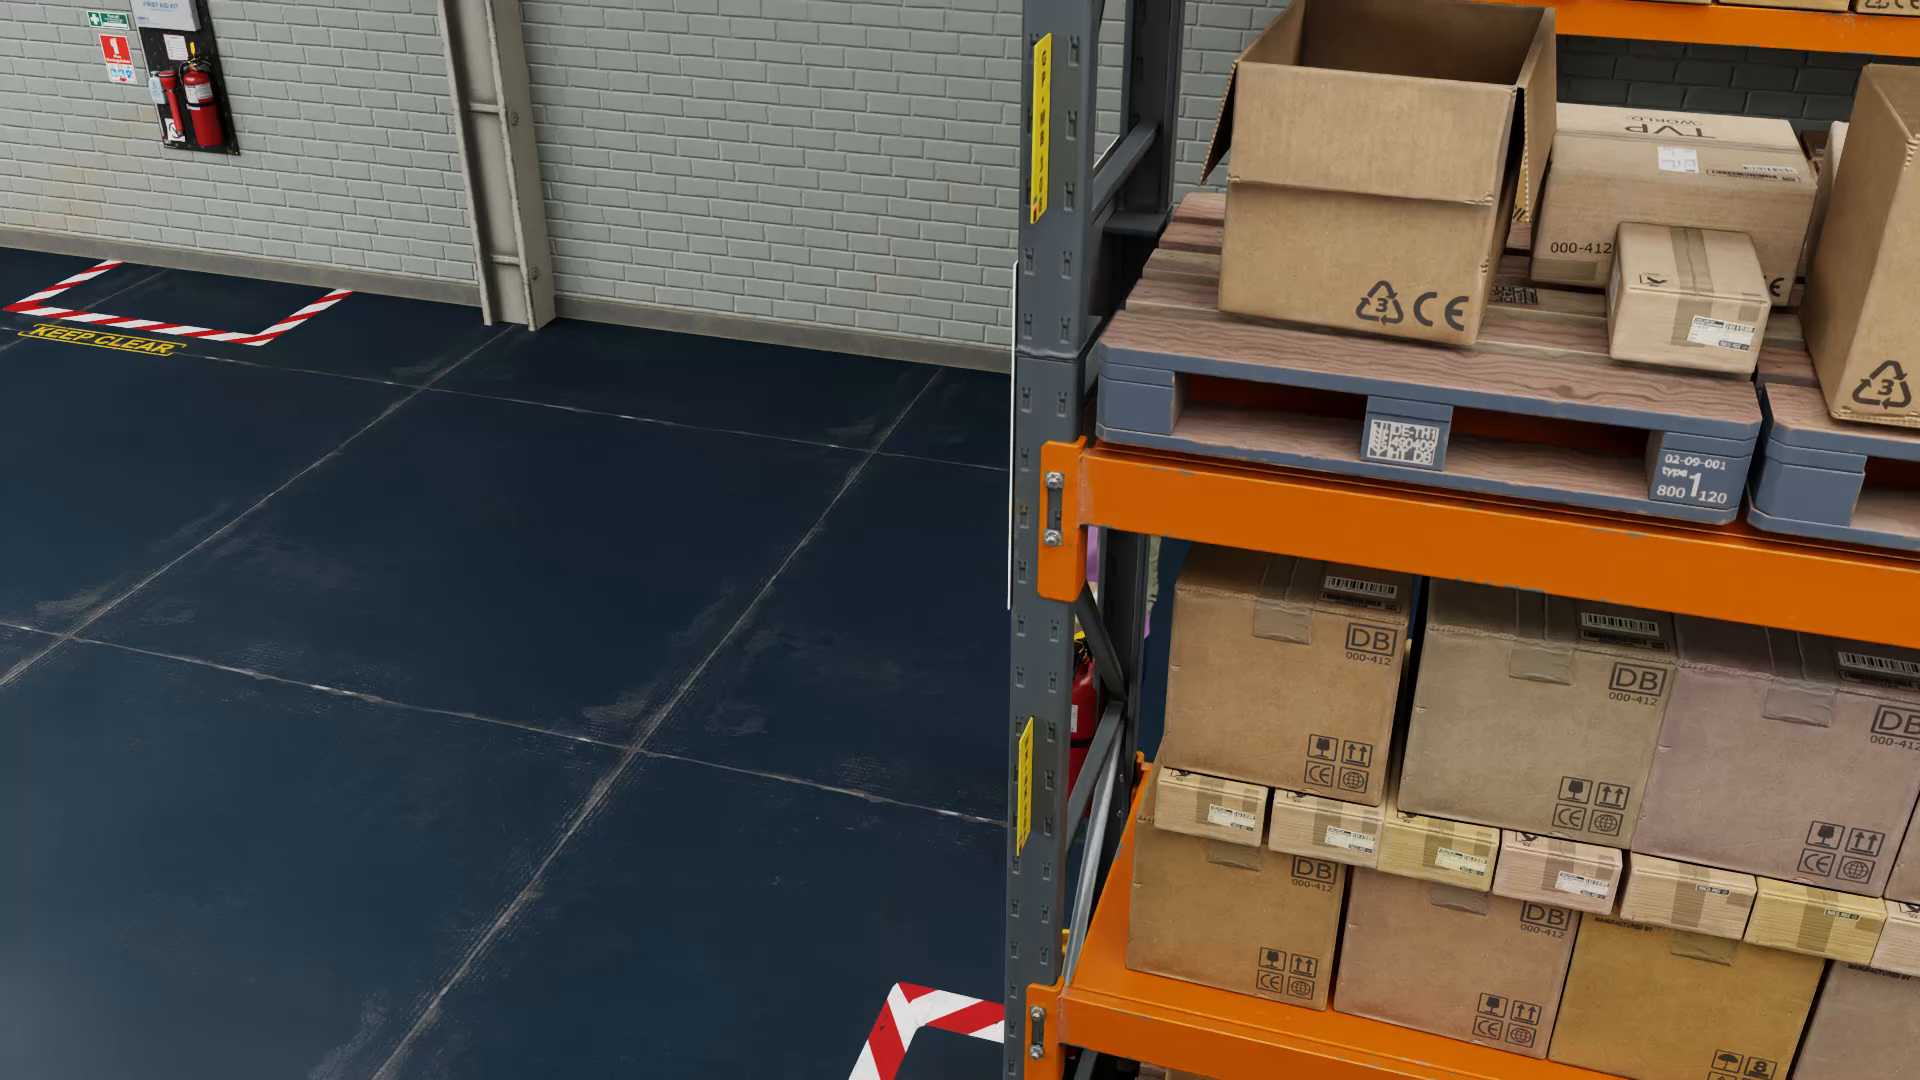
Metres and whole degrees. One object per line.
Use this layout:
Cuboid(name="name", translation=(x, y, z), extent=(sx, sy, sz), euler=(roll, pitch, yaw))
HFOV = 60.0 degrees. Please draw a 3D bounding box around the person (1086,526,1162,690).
Cuboid(name="person", translation=(0.547, 0.399, 6.442), extent=(0.407, 1.588, 0.496), euler=(9, 31, 15))
